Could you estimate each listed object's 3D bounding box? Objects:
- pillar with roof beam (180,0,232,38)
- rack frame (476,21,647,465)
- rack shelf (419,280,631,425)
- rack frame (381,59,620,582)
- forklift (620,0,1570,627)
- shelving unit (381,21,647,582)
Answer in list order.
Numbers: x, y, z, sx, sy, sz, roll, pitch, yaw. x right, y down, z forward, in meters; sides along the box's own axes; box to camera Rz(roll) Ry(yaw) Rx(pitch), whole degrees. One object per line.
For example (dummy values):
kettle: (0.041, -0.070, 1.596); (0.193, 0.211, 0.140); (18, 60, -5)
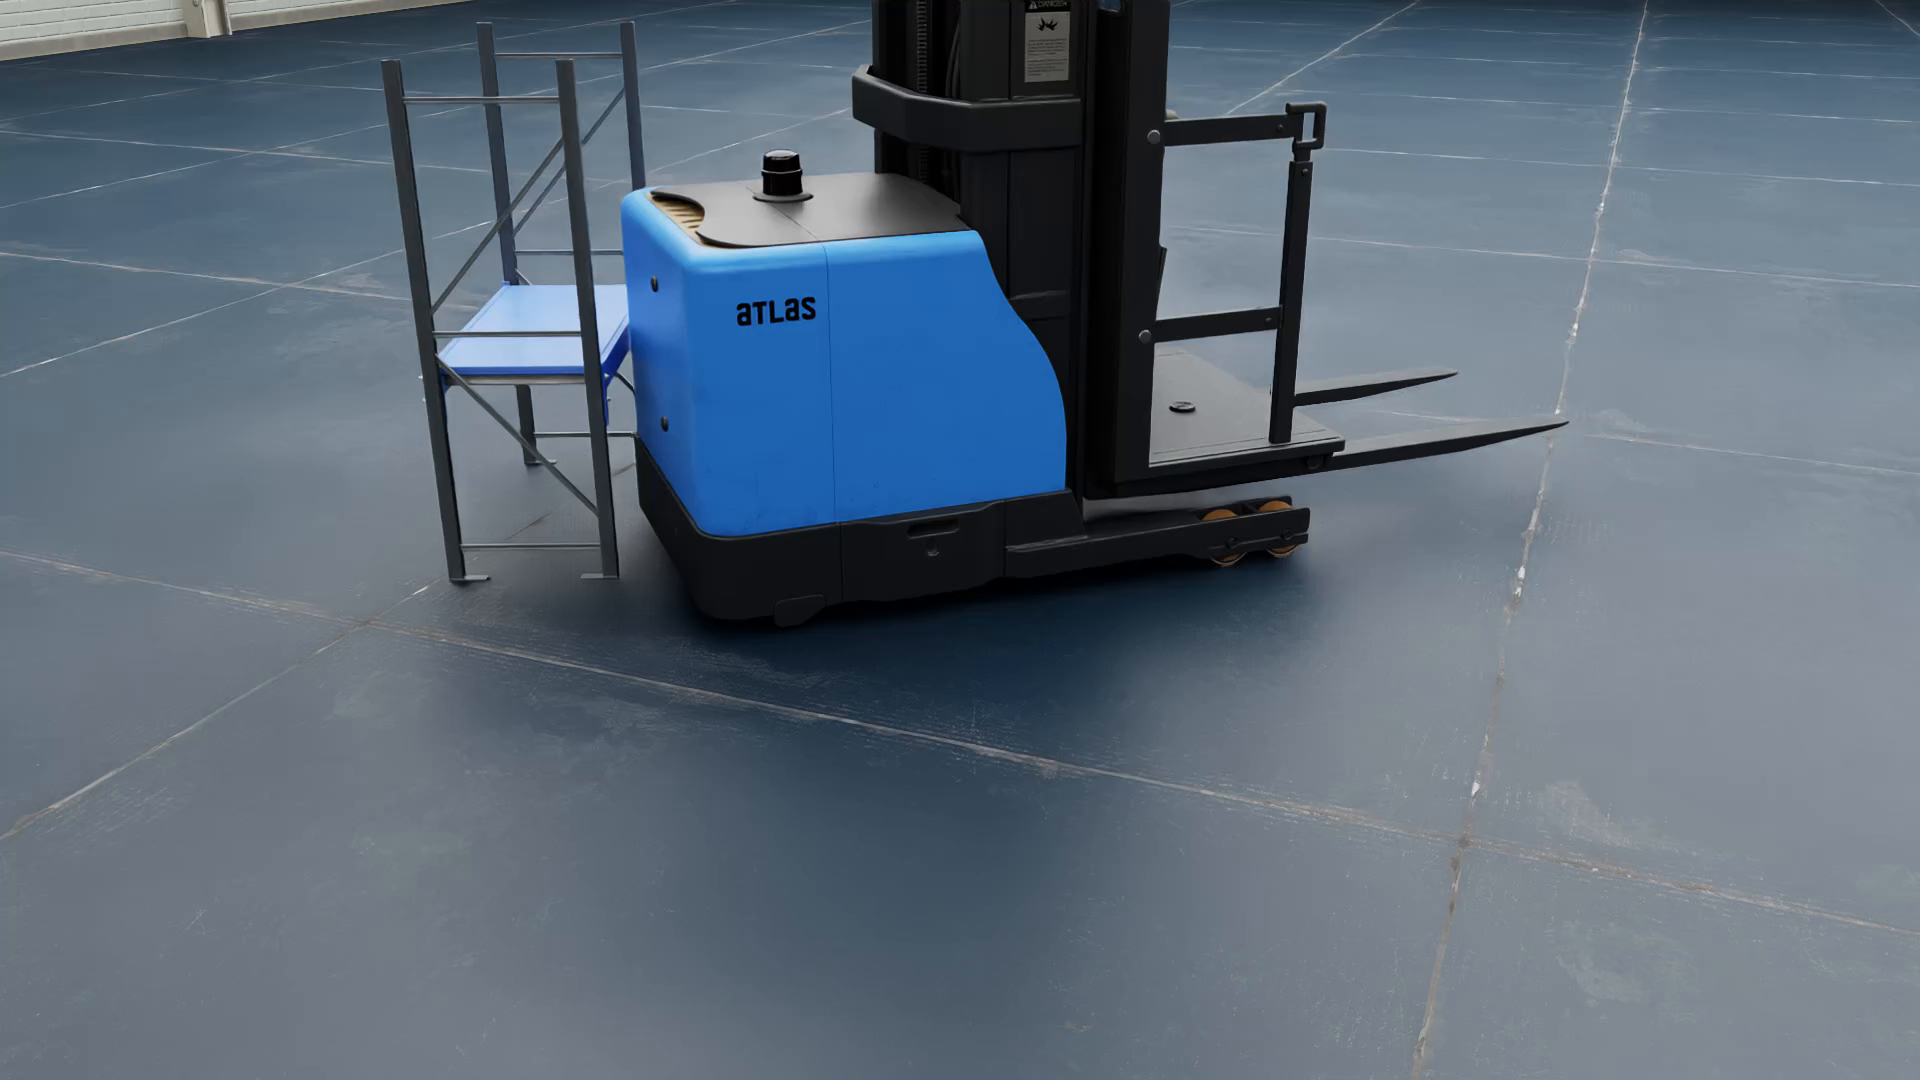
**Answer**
pillar with roof beam: (-4.659, -9.356, 15.973); (9.100, 9.000, 0.400); (9, 24, 20)
rack frame: (-1.295, -0.967, 5.618); (0.500, 1.500, 0.032); (-1, 23, -1)
rack shelf: (-1.283, -0.606, 5.219); (0.538, 0.185, 1.000); (-1, 23, -1)
rack frame: (-1.272, -0.576, 4.681); (0.500, 1.500, 0.032); (-1, 23, -1)
forklift: (0.538, -1.456, 4.933); (3.031, 2.935, 1.130); (-9, 24, -20)
shelving unit: (-1.283, -0.772, 5.150); (0.538, 1.500, 1.048); (-1, 23, -1)
